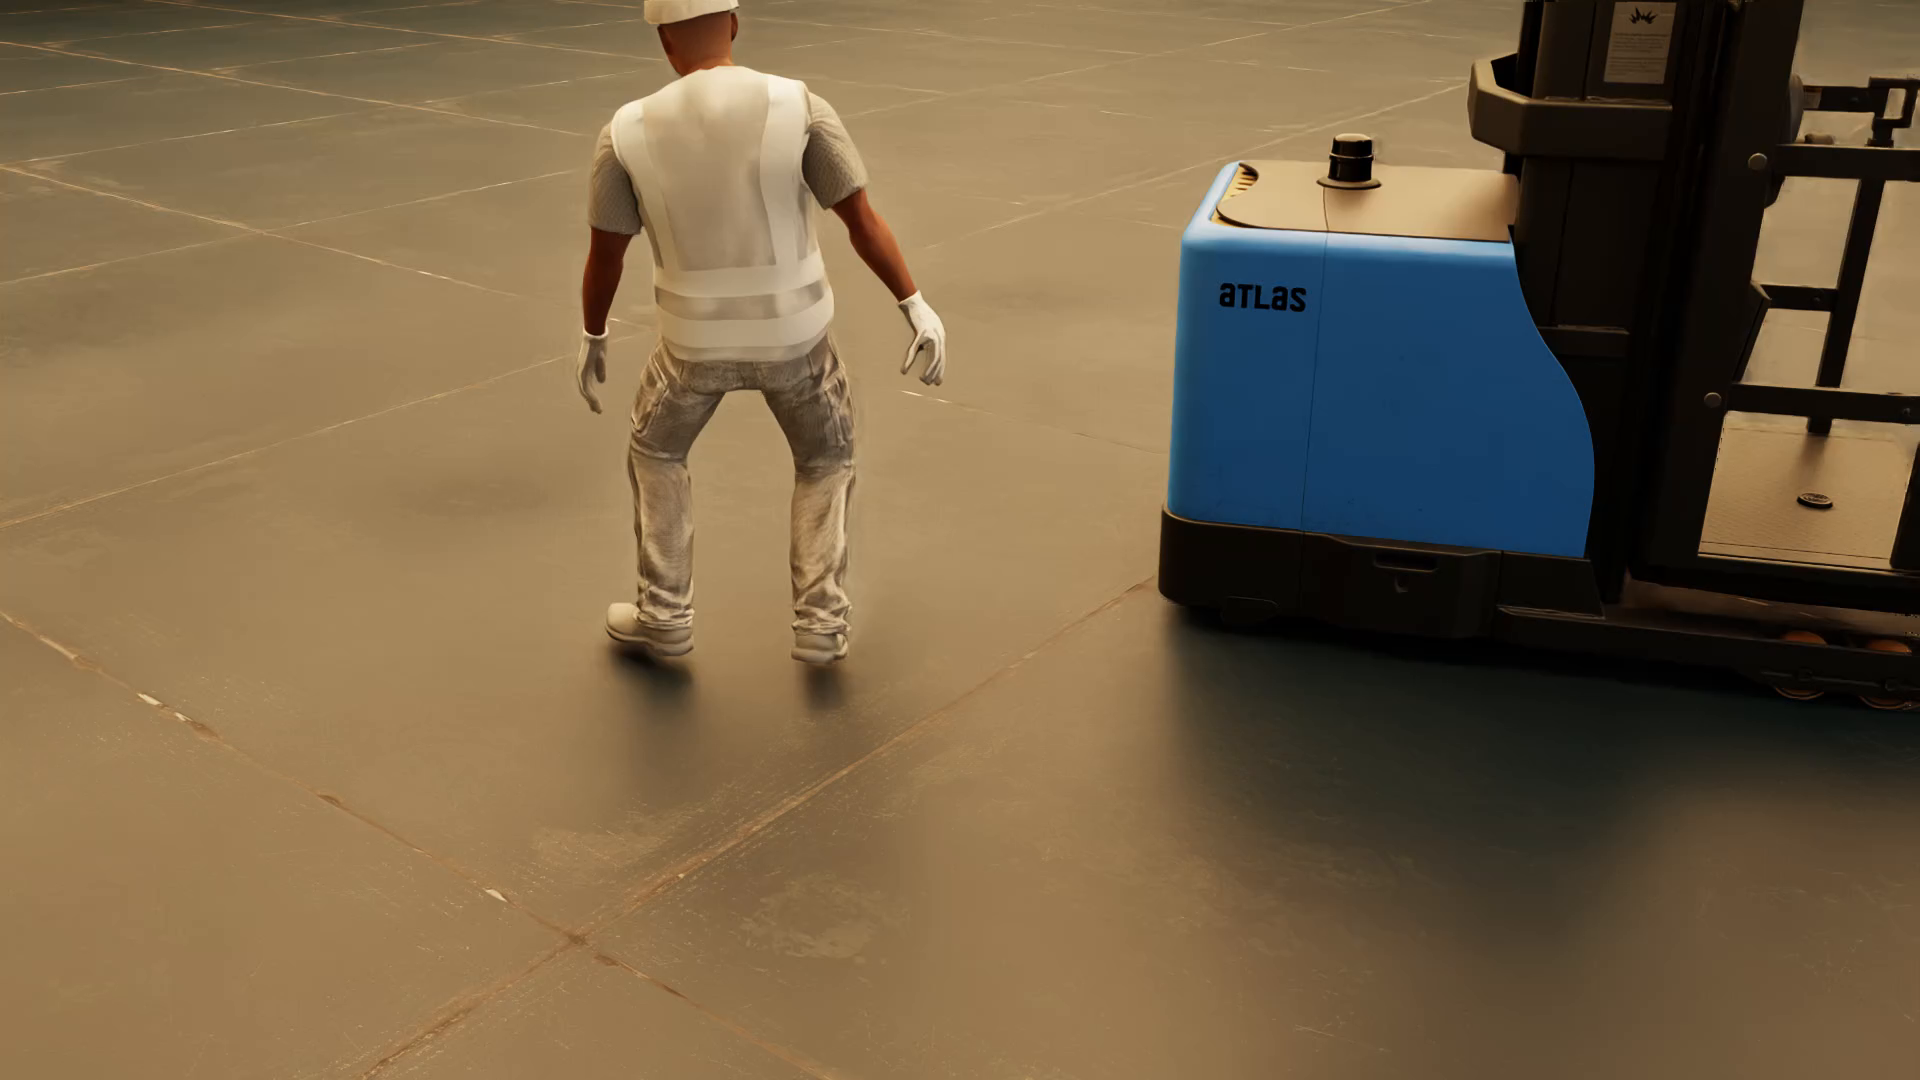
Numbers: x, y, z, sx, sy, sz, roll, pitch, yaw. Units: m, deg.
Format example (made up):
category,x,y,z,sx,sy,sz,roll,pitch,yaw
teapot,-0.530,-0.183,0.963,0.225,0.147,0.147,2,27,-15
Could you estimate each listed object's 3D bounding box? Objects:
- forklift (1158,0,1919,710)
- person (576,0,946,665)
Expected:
category,x,y,z,sx,sy,sz,roll,pitch,yaw
forklift,2.114,-1.165,4.017,3.031,2.935,1.130,6,24,13
person,-0.486,-0.507,3.988,0.913,1.699,0.496,1,23,3
